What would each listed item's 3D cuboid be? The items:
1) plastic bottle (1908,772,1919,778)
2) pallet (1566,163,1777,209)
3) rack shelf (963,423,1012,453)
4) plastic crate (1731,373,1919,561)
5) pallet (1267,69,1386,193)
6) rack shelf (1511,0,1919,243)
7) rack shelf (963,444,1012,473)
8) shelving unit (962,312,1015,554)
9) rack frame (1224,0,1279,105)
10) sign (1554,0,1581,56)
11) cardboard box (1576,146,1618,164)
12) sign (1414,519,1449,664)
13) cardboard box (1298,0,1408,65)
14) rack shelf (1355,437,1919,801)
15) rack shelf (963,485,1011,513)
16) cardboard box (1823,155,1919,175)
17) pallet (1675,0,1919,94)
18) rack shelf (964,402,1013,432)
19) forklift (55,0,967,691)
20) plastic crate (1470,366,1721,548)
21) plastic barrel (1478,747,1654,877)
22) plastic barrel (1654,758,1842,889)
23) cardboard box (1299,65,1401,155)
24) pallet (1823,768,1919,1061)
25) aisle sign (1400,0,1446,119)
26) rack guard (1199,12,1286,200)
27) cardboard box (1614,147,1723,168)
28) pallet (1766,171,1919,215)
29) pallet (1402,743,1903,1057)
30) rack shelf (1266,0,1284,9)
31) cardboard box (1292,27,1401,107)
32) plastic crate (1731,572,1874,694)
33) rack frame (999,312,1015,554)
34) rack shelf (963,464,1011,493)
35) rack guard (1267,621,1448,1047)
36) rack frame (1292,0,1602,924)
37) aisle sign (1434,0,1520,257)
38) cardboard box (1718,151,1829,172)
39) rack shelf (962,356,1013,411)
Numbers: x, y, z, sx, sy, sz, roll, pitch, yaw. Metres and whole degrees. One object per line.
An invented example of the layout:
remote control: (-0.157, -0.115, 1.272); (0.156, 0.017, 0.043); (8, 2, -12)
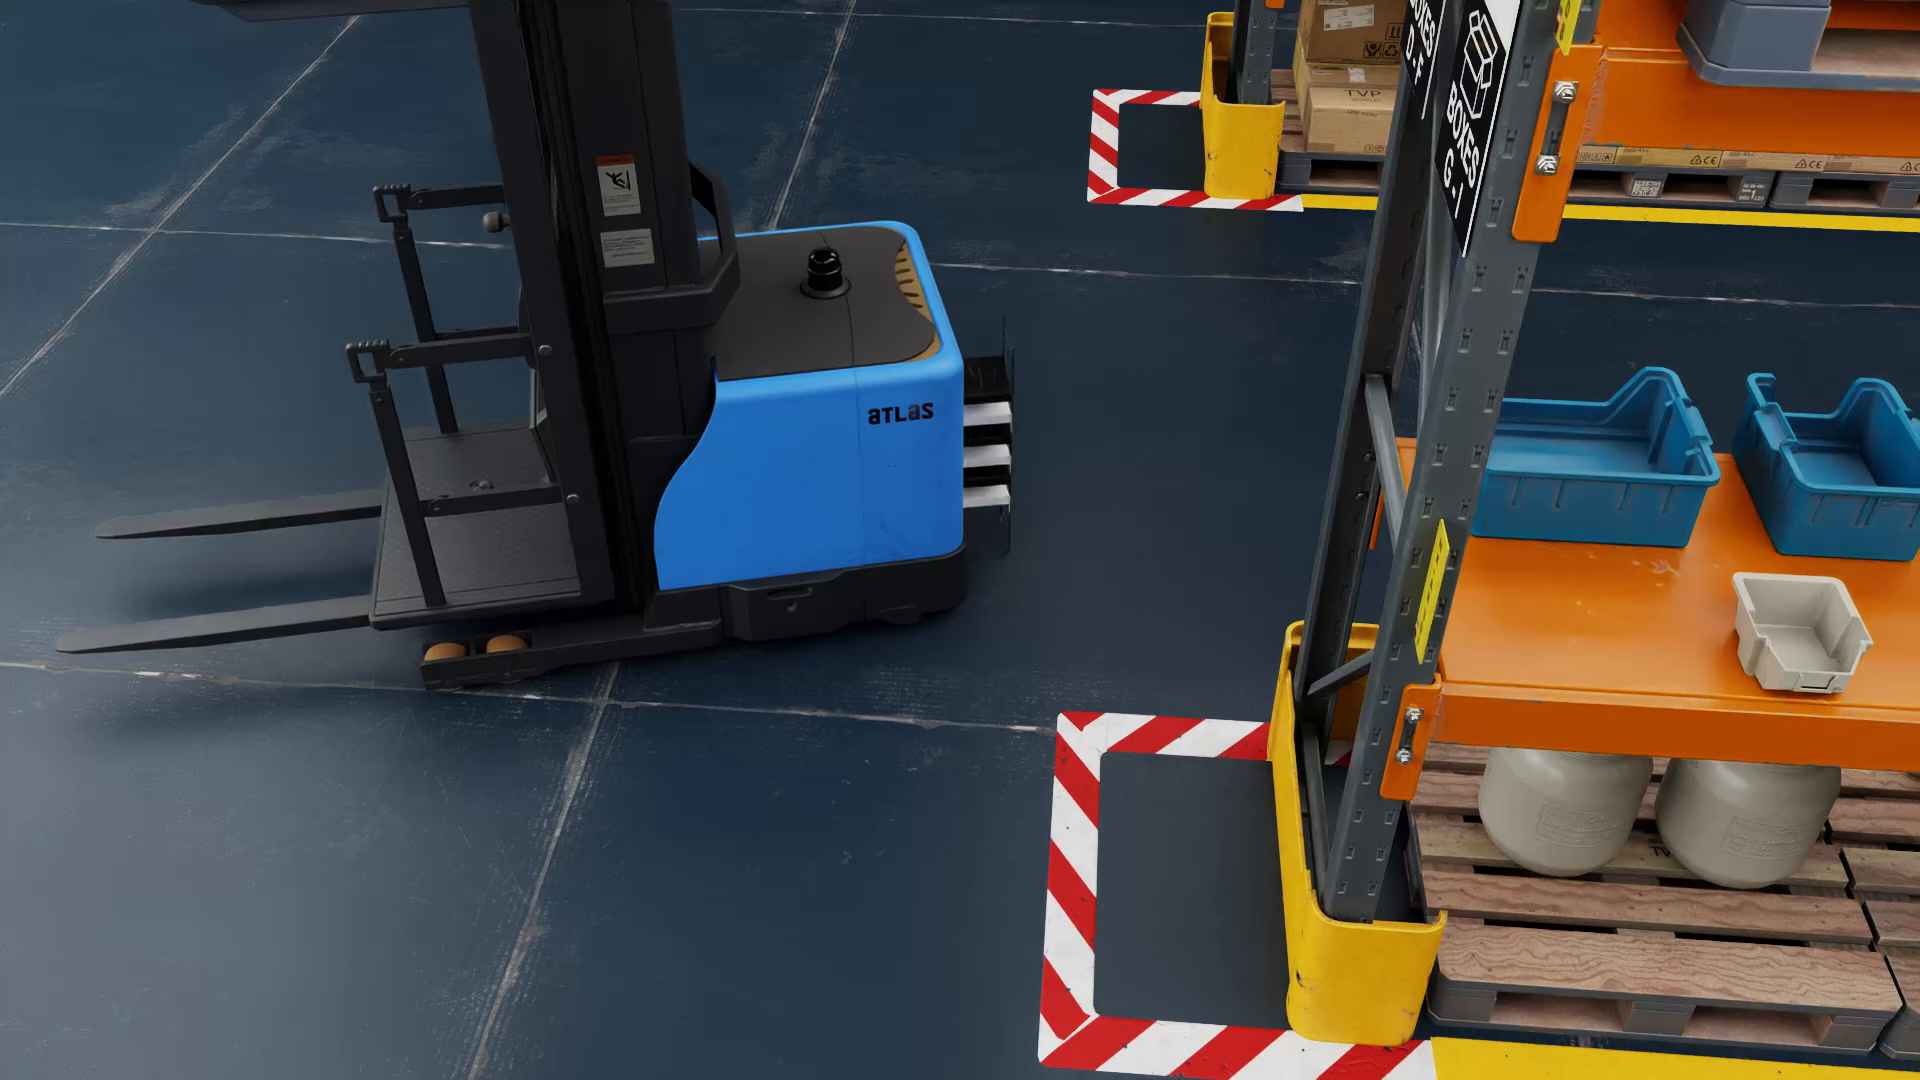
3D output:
plastic bottle: (2.915, 0.612, 4.990); (0.097, 0.201, 0.097); (0, 39, 0)
pallet: (3.456, -2.077, 8.634); (1.213, 0.211, 1.003); (3, 39, 4)
rack shelf: (0.068, -0.407, 5.948); (0.200, 0.077, 0.258); (-5, 39, -6)
plastic crate: (2.219, -0.191, 4.226); (0.408, 0.251, 0.499); (3, 39, 4)
pallet: (2.244, -2.145, 8.718); (1.213, 0.211, 1.003); (3, 39, 4)
rack shelf: (3.040, -0.902, 3.176); (4.000, 0.370, 1.077); (3, 39, 4)
rack shelf: (0.068, -0.338, 6.005); (0.200, 0.077, 0.258); (-5, 39, -6)
shelving unit: (0.068, -0.363, 5.984); (0.210, 0.900, 0.258); (-5, 39, -6)
rack frame: (1.479, -3.242, 7.856); (0.127, 3.000, 1.000); (3, 39, 4)
sign: (0.996, -0.948, 2.655); (0.005, 0.325, 0.100); (3, 39, 4)
cardboard box: (2.990, -2.116, 8.320); (0.500, 0.250, 0.500); (3, 39, 4)
sign: (0.996, 0.112, 3.517); (0.005, 0.325, 0.100); (3, 39, 4)
cardboard box: (2.039, -2.787, 8.549); (0.500, 0.500, 0.500); (3, 39, 4)
rack shelf: (3.040, 0.261, 4.123); (4.000, 0.370, 1.077); (3, 39, 4)
rack shelf: (0.068, -0.198, 6.118); (0.200, 0.077, 0.258); (-5, 39, -6)
cardboard box: (4.486, -2.041, 8.227); (0.500, 0.250, 0.500); (3, 39, 4)
pallet: (1.863, -1.110, 3.011); (1.213, 0.211, 1.003); (3, 39, 4)
rack shelf: (0.068, -0.477, 5.891); (0.200, 0.077, 0.258); (-5, 39, -6)
forklift: (-1.544, -0.990, 5.144); (3.031, 2.935, 1.130); (-7, 40, -8)
plastic crate: (1.572, -0.230, 4.274); (0.616, 0.251, 0.499); (3, 39, 4)
plastic barrel: (1.710, 0.663, 4.697); (0.421, 0.512, 0.421); (0, 39, 0)
plastic barrel: (2.209, 0.691, 4.664); (0.421, 0.512, 0.421); (0, 39, 0)
cardboard box: (1.994, -2.169, 8.384); (0.500, 0.250, 0.500); (3, 39, 4)
pallet: (3.148, 1.045, 4.799); (1.213, 0.211, 1.003); (3, 39, 4)
aisle sign: (1.002, -1.325, 3.443); (0.004, 0.787, 0.394); (3, 39, 4)
rack guard: (1.455, -2.273, 8.647); (0.348, 0.500, 1.175); (3, 39, 4)
cardboard box: (3.488, -2.086, 8.282); (0.500, 0.250, 0.500); (3, 39, 4)
pallet: (4.675, -2.012, 8.554); (1.213, 0.211, 1.003); (3, 39, 4)
pallet: (1.936, 0.977, 4.882); (1.213, 0.211, 1.003); (3, 39, 4)
rack shelf: (3.471, -2.854, 7.950); (4.000, 0.370, 1.077); (3, 39, 4)
cardboard box: (2.039, -2.495, 8.784); (0.500, 0.250, 0.500); (3, 39, 4)
plastic crate: (1.911, 0.227, 3.804); (0.250, 0.136, 0.298); (3, 39, 4)
rack frame: (0.169, -0.372, 5.994); (0.006, 0.900, 0.240); (-5, 39, -6)
rack shelf: (0.068, -0.268, 6.062); (0.200, 0.077, 0.258); (-5, 39, -6)
rack guard: (1.127, 0.818, 4.850); (0.348, 0.500, 1.175); (3, 39, 4)
rack frame: (1.048, -0.126, 4.029); (0.127, 3.000, 1.000); (3, 39, 4)
aisle sign: (0.951, -0.954, 2.987); (0.004, 0.787, 0.394); (3, 39, 4)
cardboard box: (3.986, -2.059, 8.249); (0.500, 0.250, 0.500); (3, 39, 4)
rack shelf: (0.068, -0.547, 5.834); (0.200, 0.077, 0.258); (-5, 39, -6)
